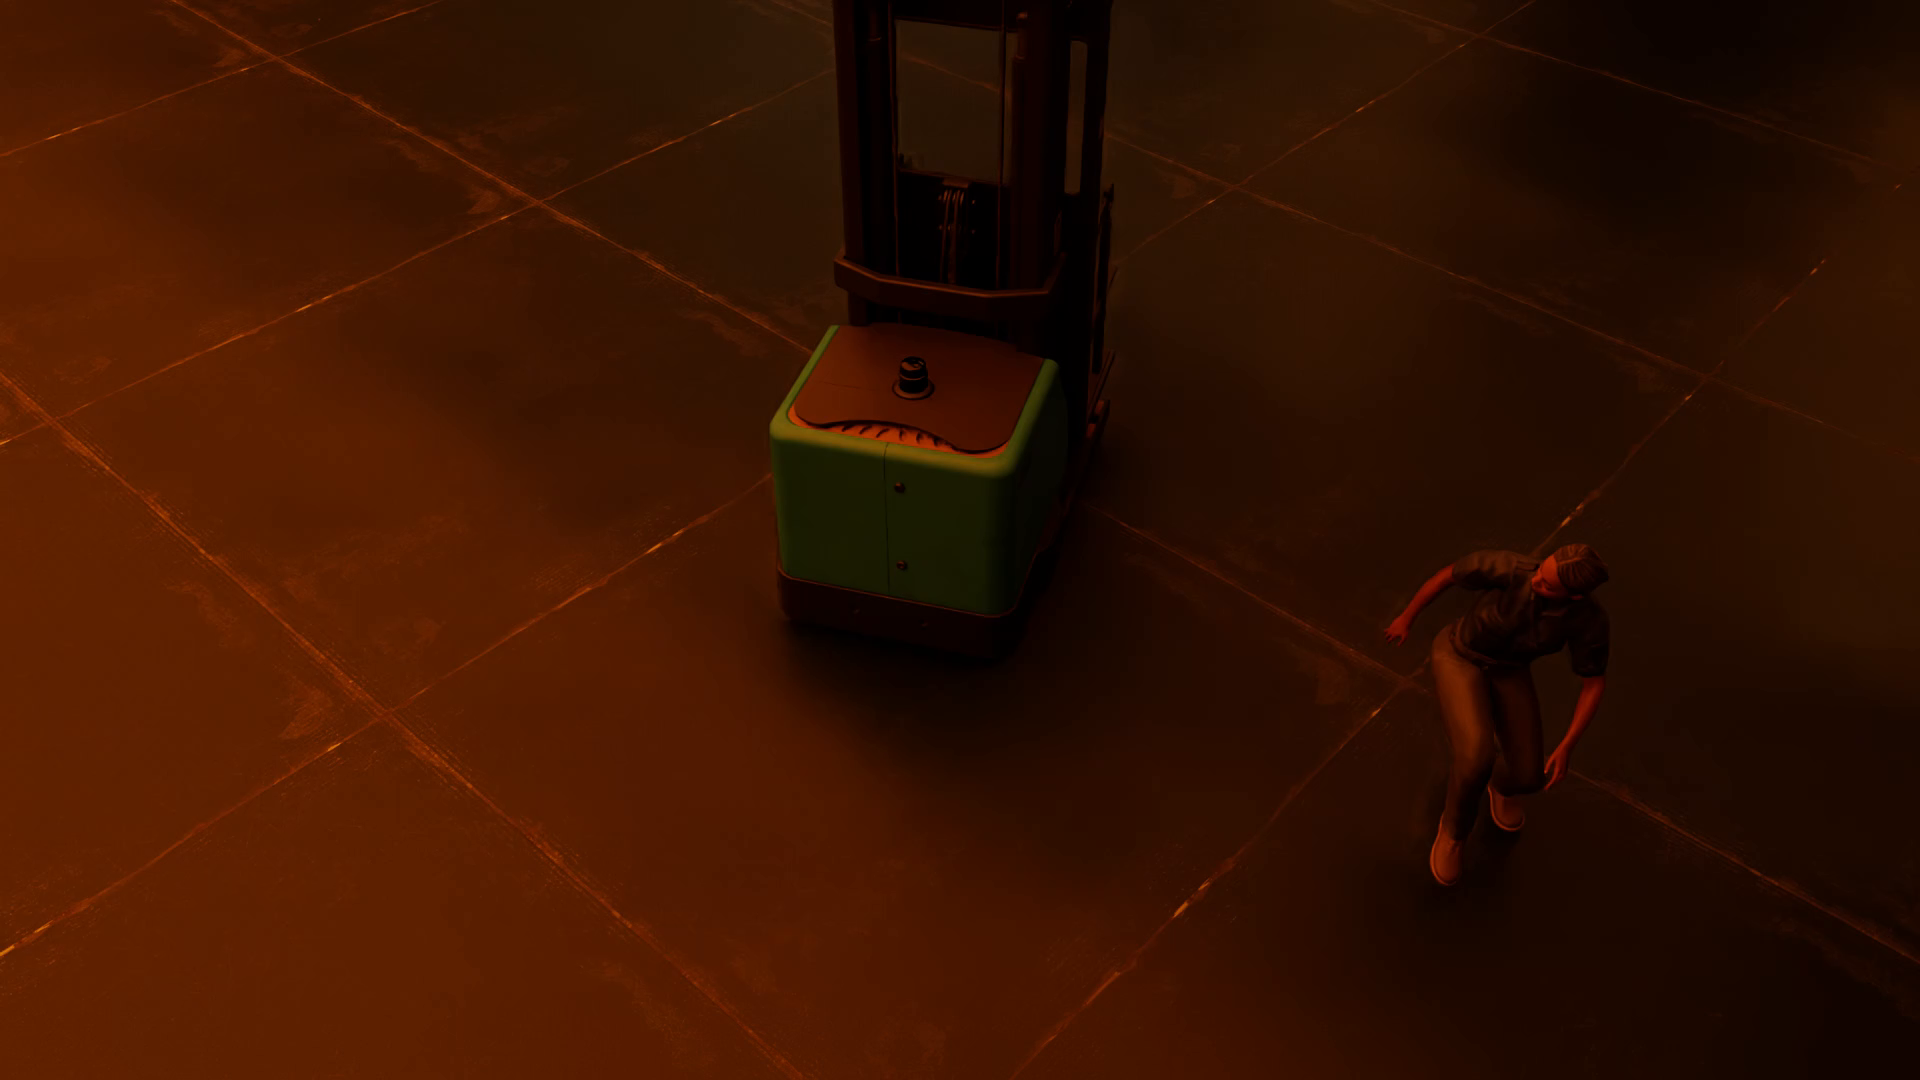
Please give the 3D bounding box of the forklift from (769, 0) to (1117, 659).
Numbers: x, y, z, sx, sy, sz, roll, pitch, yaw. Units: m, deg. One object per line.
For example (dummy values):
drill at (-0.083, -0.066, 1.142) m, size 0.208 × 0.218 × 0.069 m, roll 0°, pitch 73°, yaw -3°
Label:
forklift at (0.117, -1.584, 7.274) m, size 1.130 × 2.935 × 3.031 m, roll 10°, pitch 42°, yaw 12°

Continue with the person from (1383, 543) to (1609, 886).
person at (1.880, 0.544, 5.863) m, size 0.687 × 1.466 × 0.695 m, roll 2°, pitch 41°, yaw 2°
